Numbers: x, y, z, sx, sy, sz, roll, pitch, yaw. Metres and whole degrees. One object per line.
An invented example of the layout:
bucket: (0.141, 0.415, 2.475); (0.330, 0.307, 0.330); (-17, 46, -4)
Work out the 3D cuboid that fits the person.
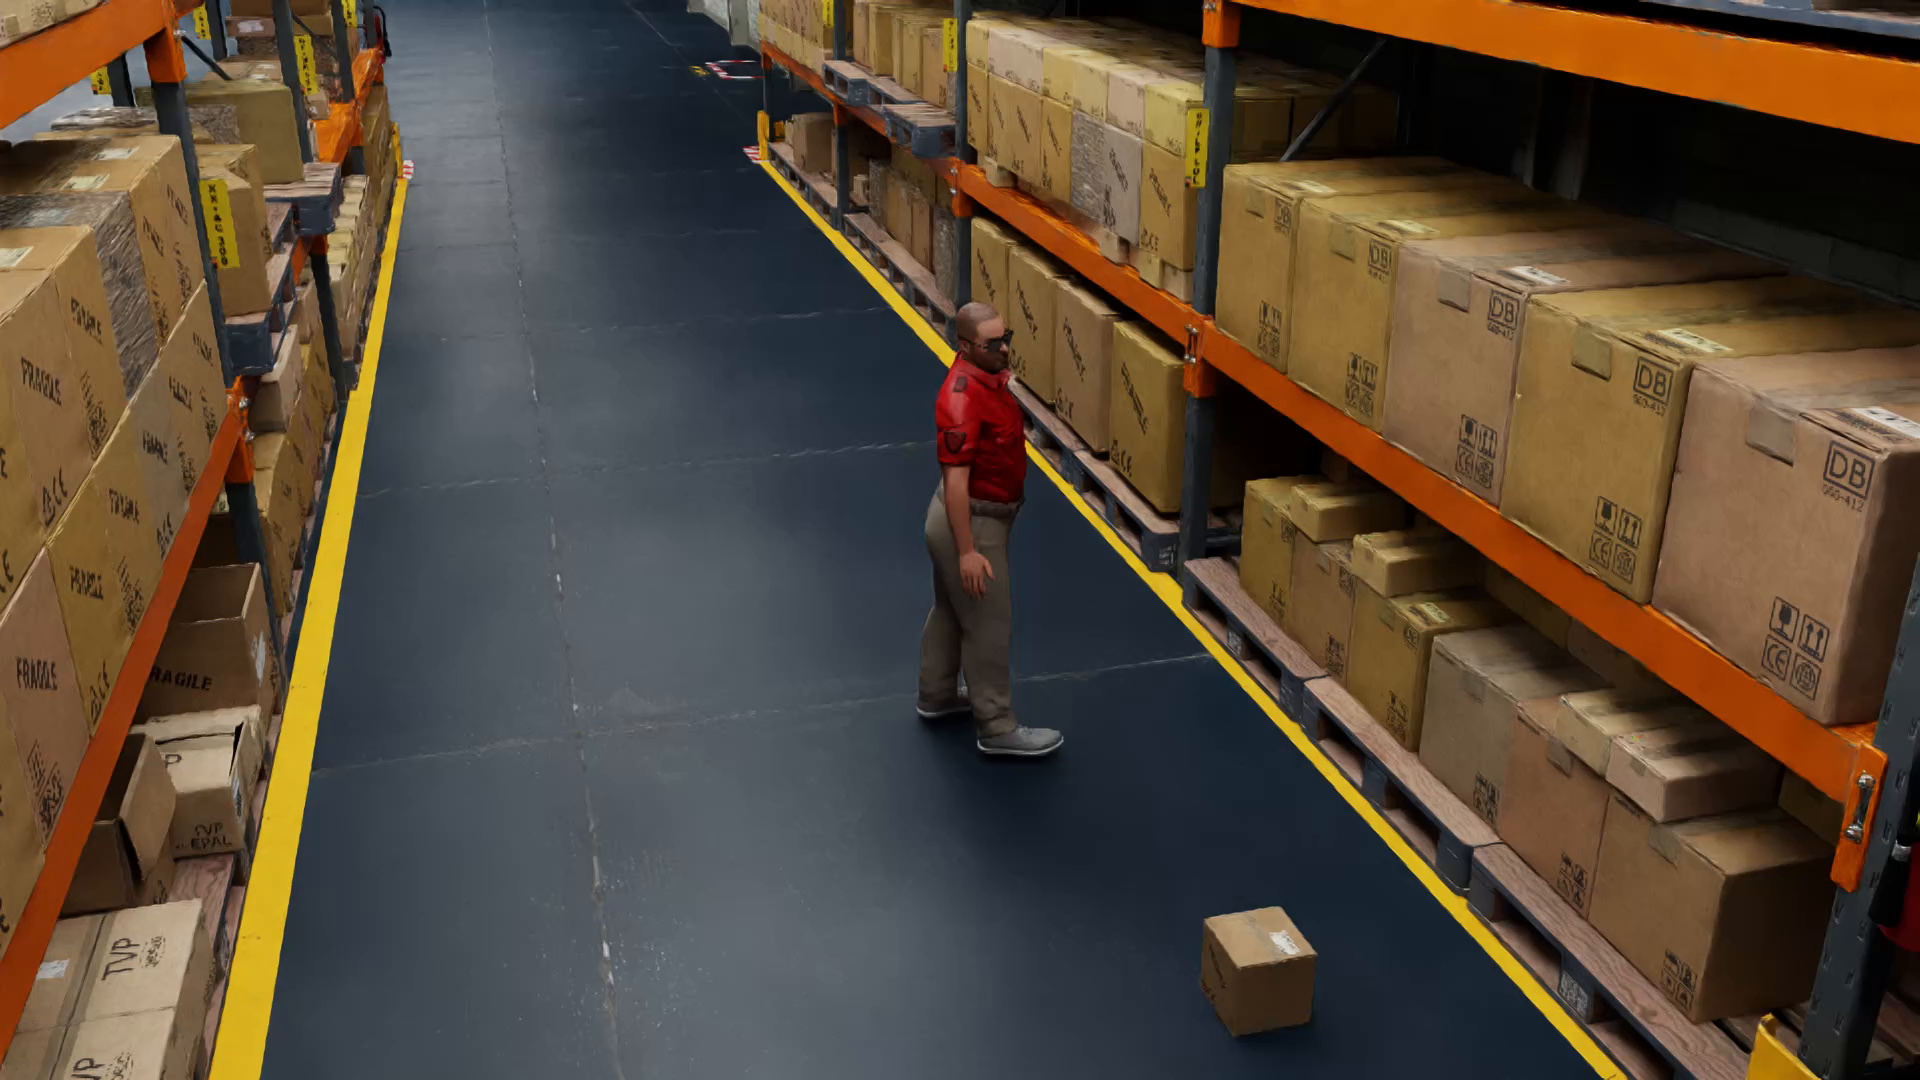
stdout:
person: (0.110, -0.035, 6.140); (0.588, 1.724, 0.652); (2, 23, 4)
